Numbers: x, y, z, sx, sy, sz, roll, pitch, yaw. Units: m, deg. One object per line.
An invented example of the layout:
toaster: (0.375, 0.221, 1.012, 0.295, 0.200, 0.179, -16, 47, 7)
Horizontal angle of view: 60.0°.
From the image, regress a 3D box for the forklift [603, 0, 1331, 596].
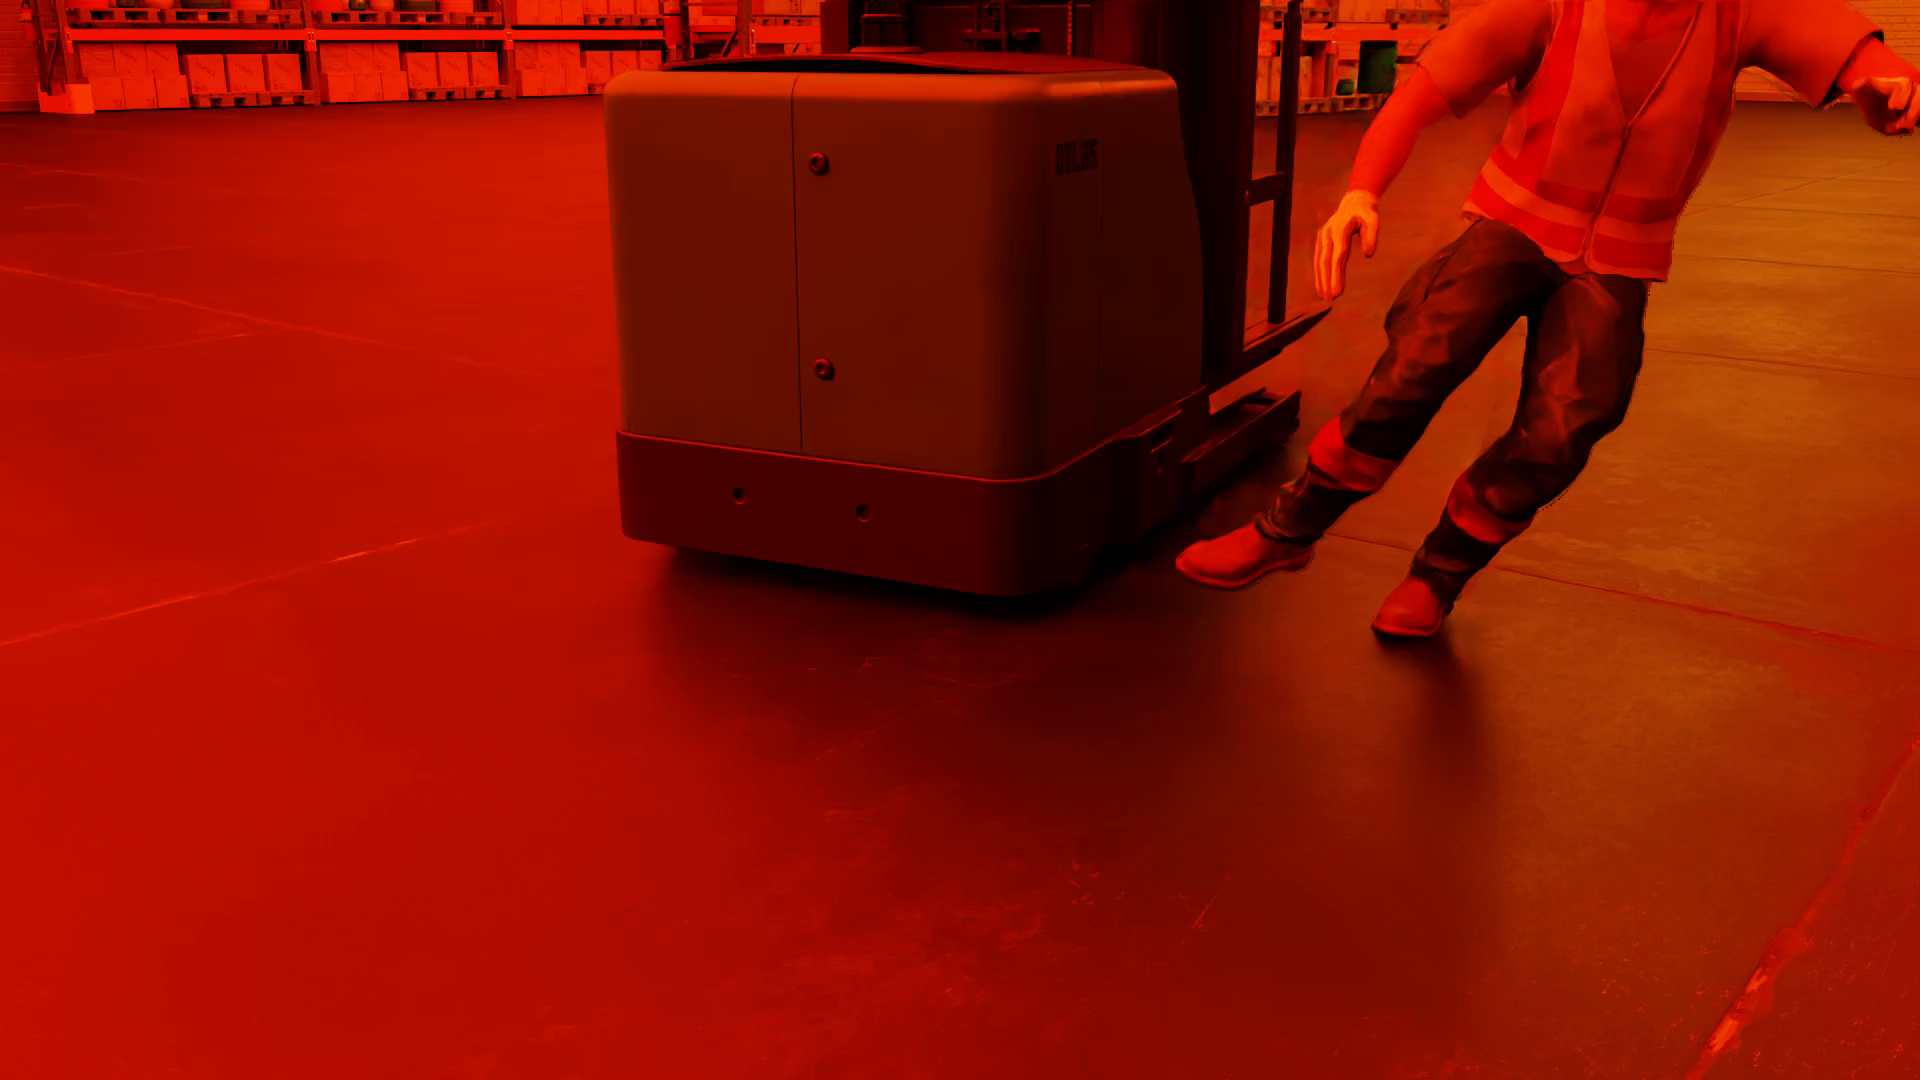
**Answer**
forklift: (0.342, -1.671, 4.401, 1.130, 2.935, 3.031, 8, 19, 25)

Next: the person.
person: (1.007, -0.492, 2.960, 1.187, 1.525, 0.930, 2, 17, 5)
